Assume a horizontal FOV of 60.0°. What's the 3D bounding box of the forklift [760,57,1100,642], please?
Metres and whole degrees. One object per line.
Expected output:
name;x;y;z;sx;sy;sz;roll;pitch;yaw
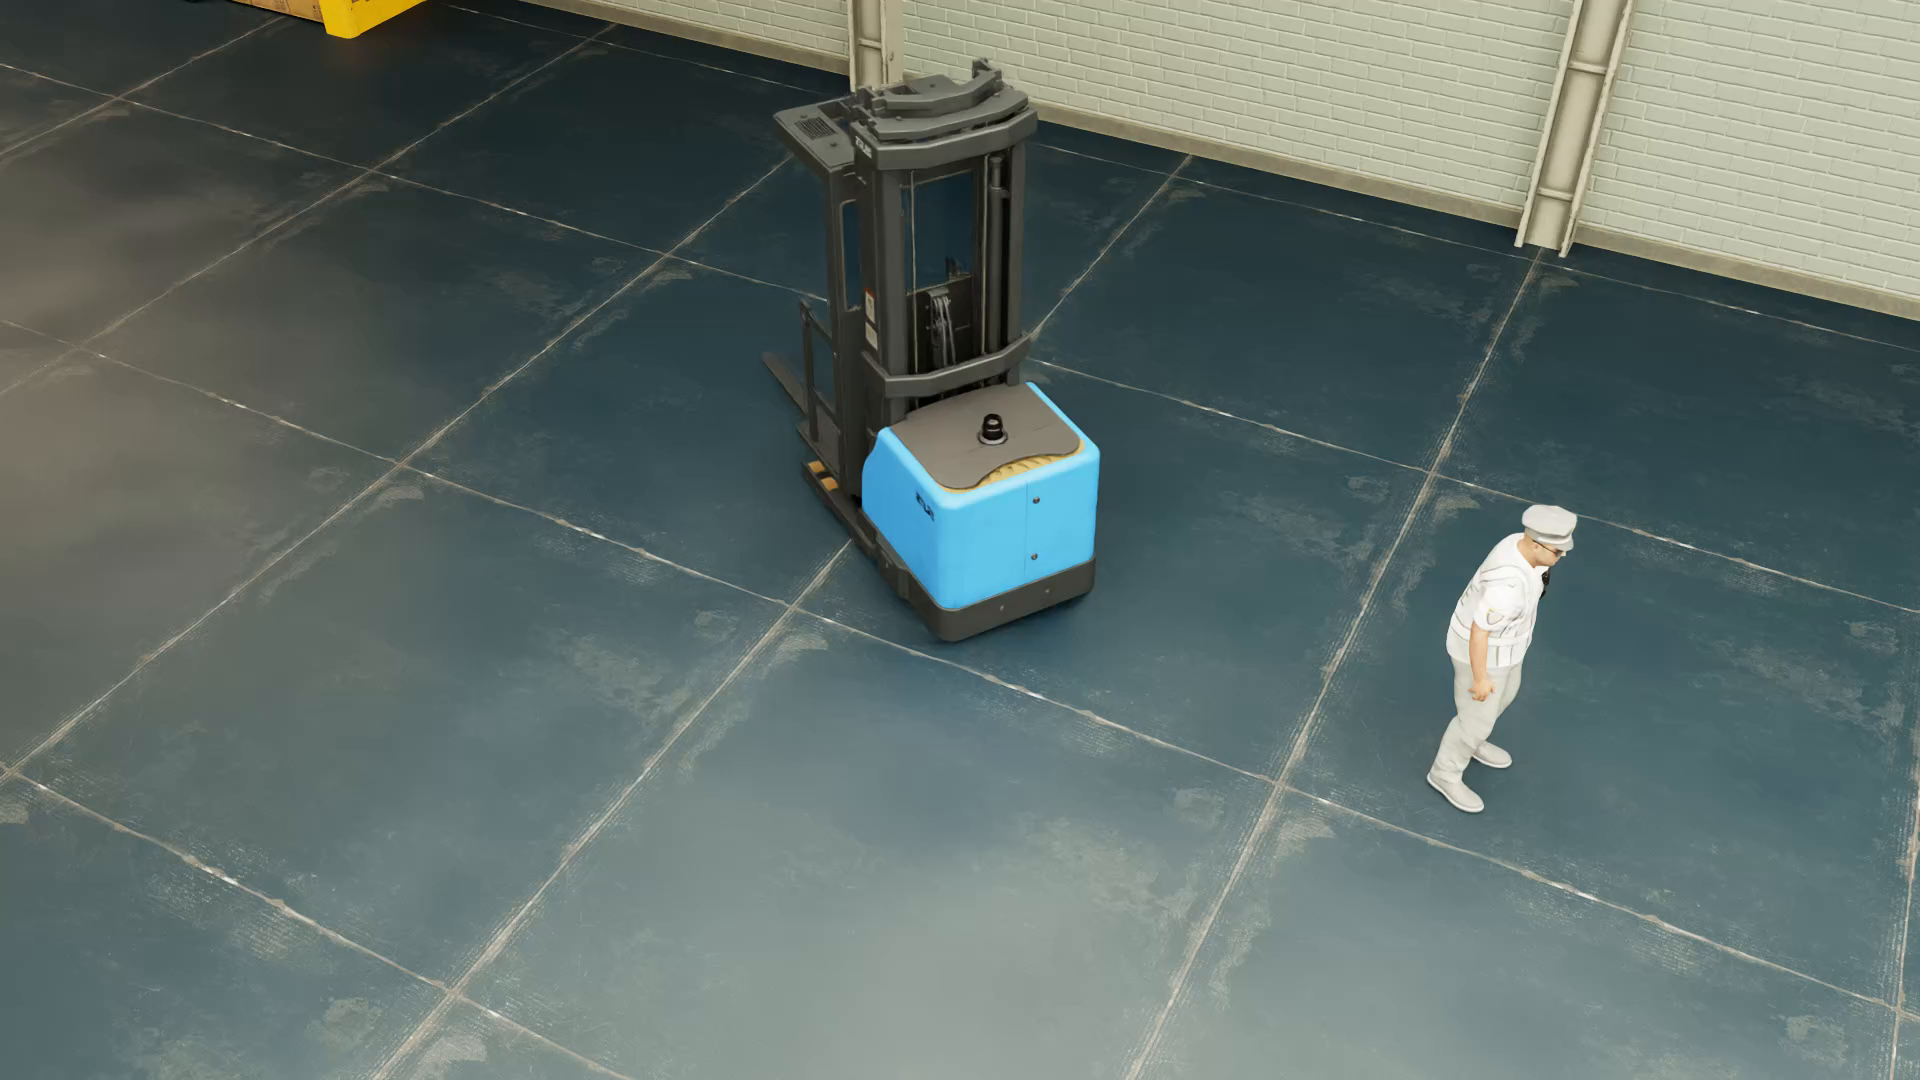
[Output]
forklift;-0.355;-1.481;9.745;1.130;2.935;3.031;-19;44;-22

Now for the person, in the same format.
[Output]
person;2.654;0.534;8.271;0.440;1.747;0.585;24;46;26
